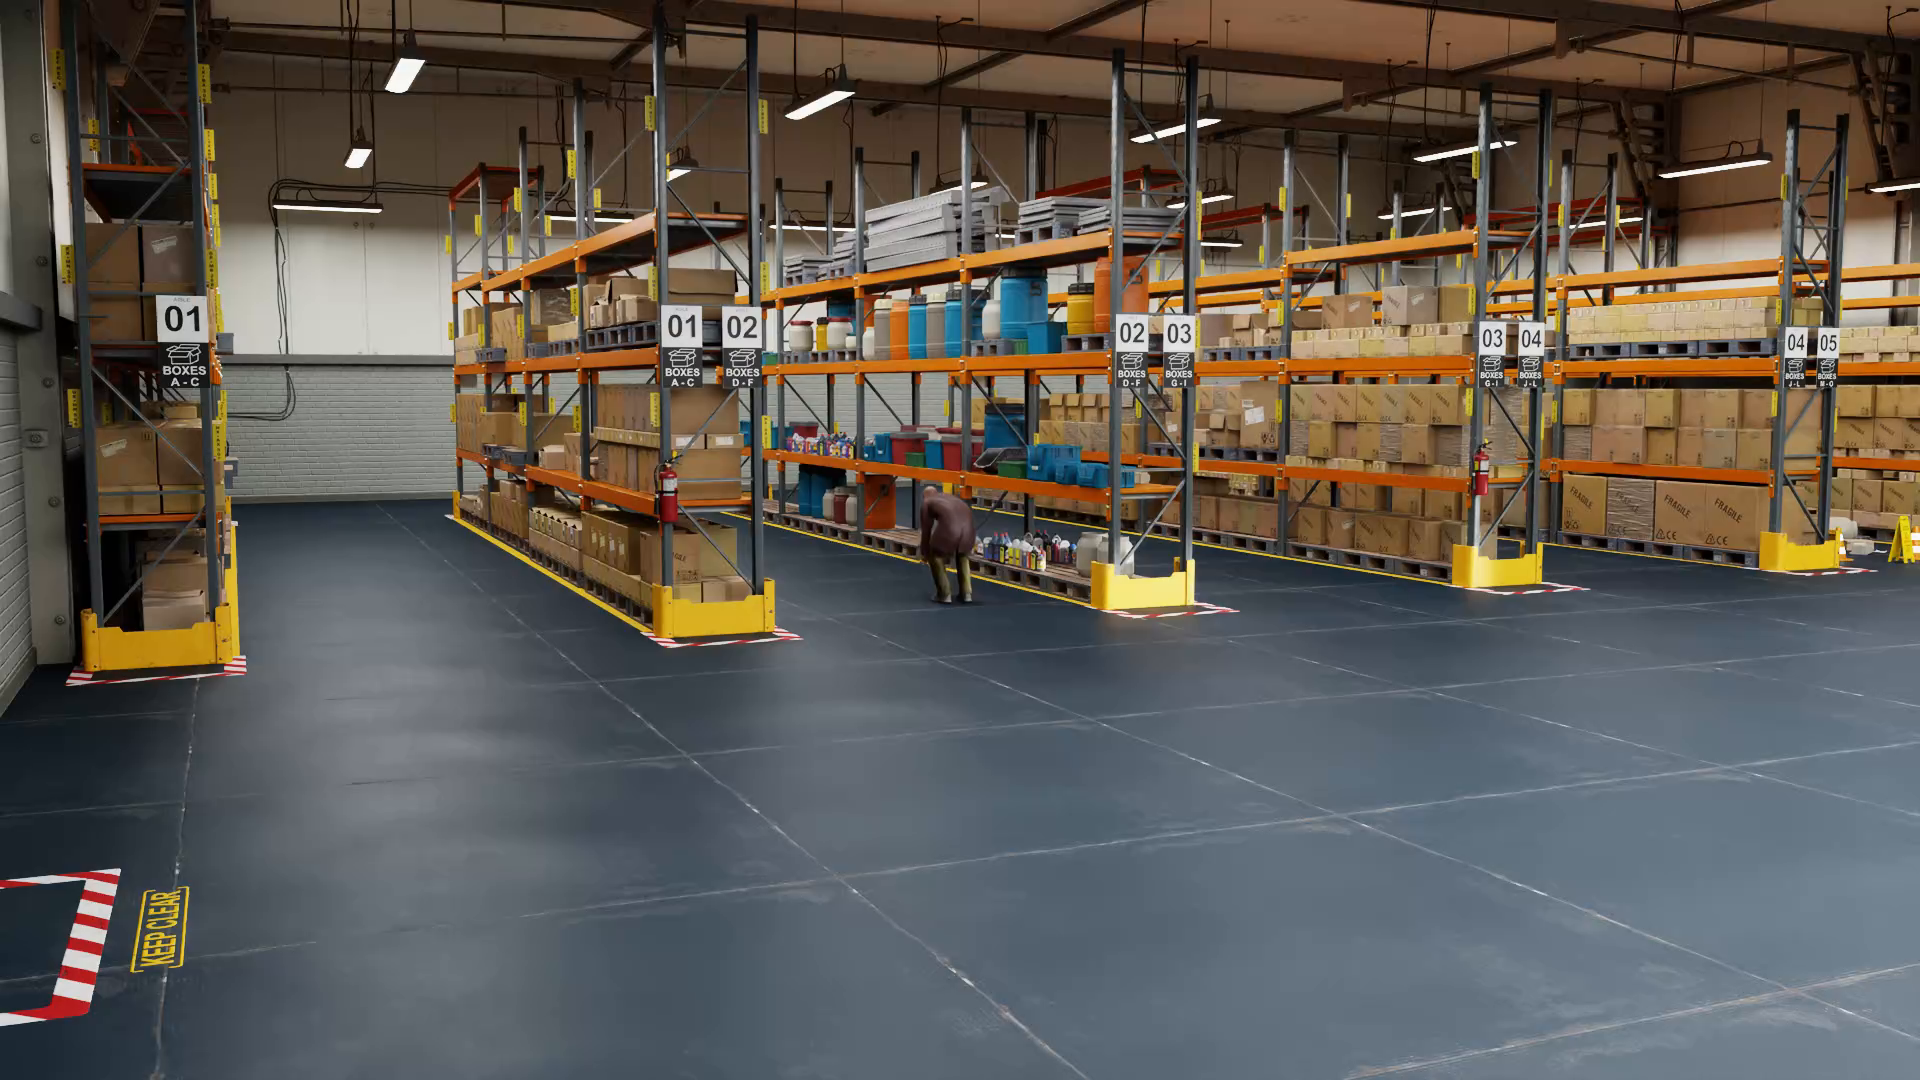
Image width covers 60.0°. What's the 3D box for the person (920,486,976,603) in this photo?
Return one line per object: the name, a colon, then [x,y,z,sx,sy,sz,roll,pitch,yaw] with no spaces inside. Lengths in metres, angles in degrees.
person: [-0.166,0.042,18.933,0.571,1.285,0.909,-3,6,-26]
